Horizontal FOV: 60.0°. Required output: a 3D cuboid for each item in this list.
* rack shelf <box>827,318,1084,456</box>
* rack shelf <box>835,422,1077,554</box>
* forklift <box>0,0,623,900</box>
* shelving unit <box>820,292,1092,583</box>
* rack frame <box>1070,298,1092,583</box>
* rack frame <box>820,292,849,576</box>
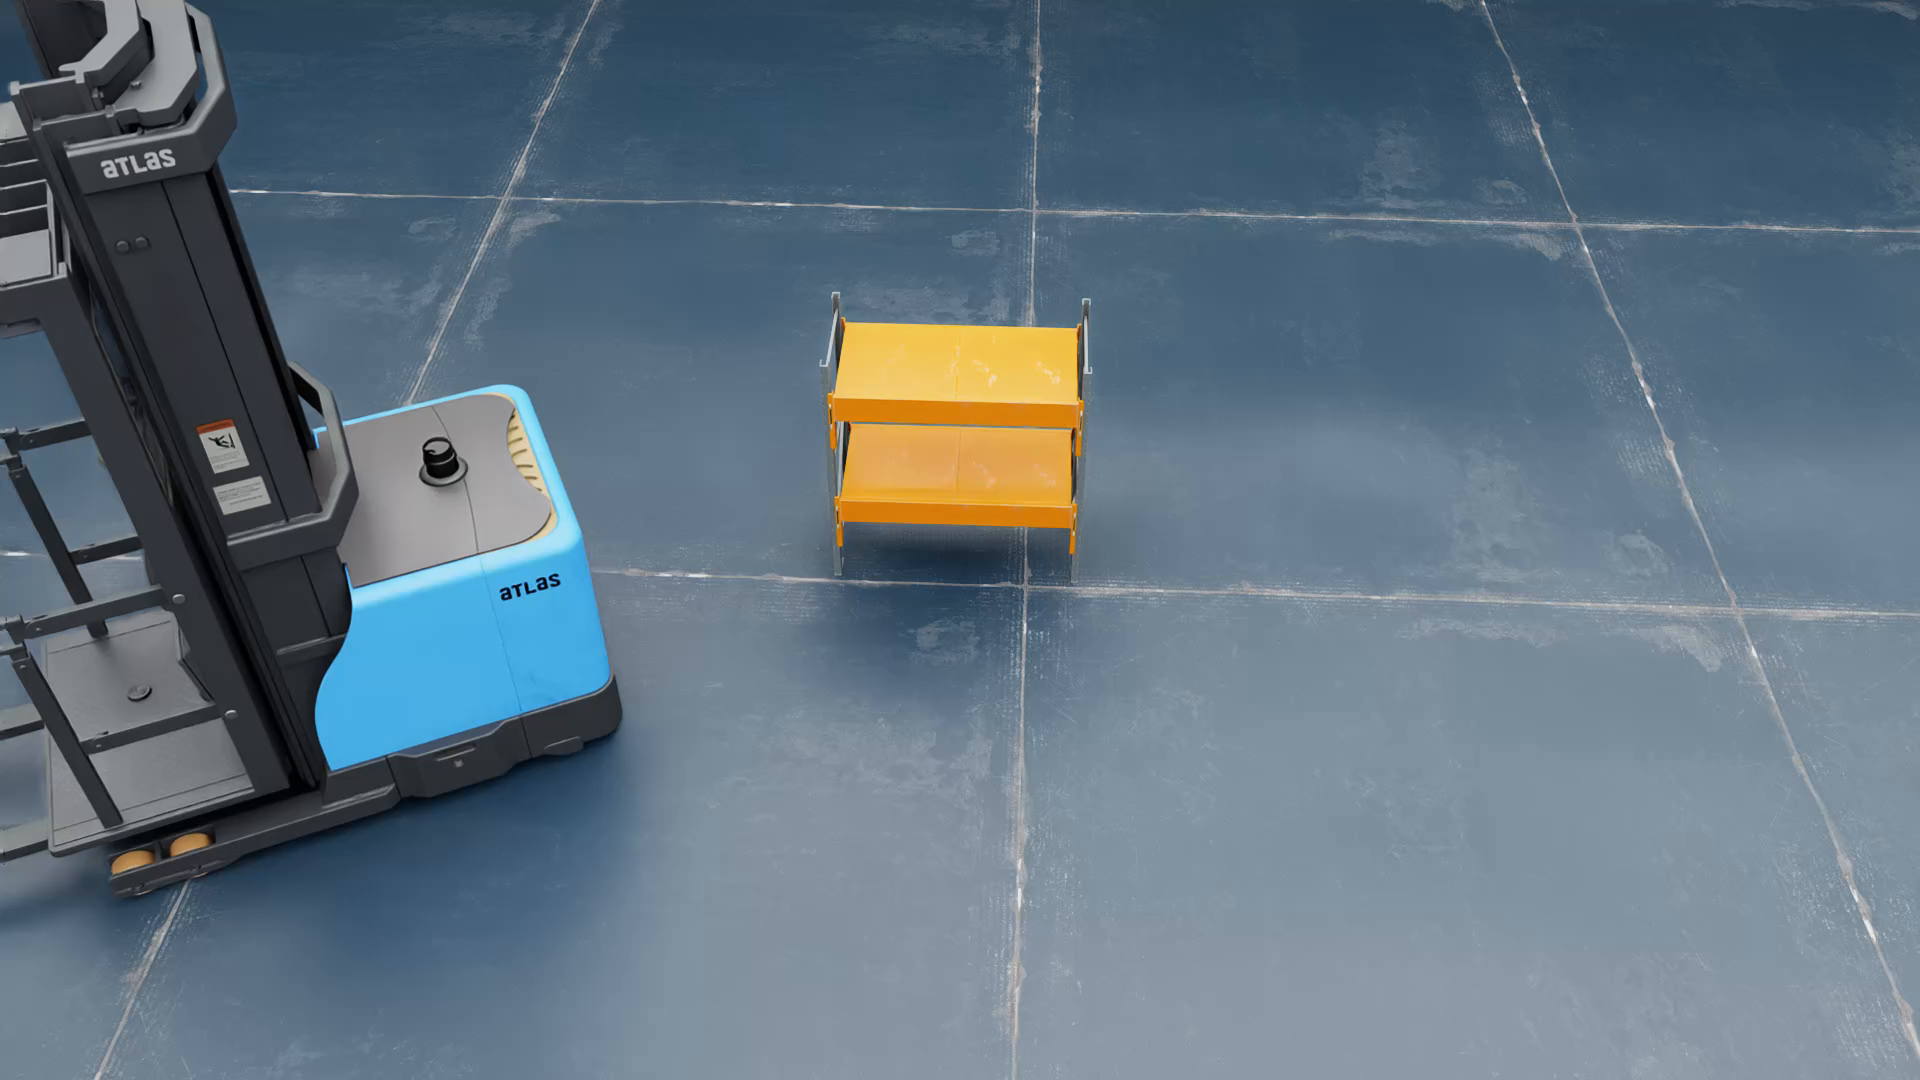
[{"bbox_3d":[-0.007,-0.626,6.753,1.000,0.278,0.538,2,43,2],"label":"rack shelf"},{"bbox_3d":[-0.007,-0.233,7.119,1.000,0.278,0.538,2,43,2],"label":"rack shelf"},{"bbox_3d":[-2.882,-0.210,5.411,3.031,2.935,1.130,-16,45,-17],"label":"forklift"},{"bbox_3d":[-0.007,-0.412,6.952,1.048,1.125,0.538,2,43,2],"label":"shelving unit"},{"bbox_3d":[0.501,-0.396,6.935,0.032,1.125,0.500,2,43,2],"label":"rack frame"},{"bbox_3d":[-0.515,-0.427,6.969,0.032,1.125,0.500,2,43,2],"label":"rack frame"}]
